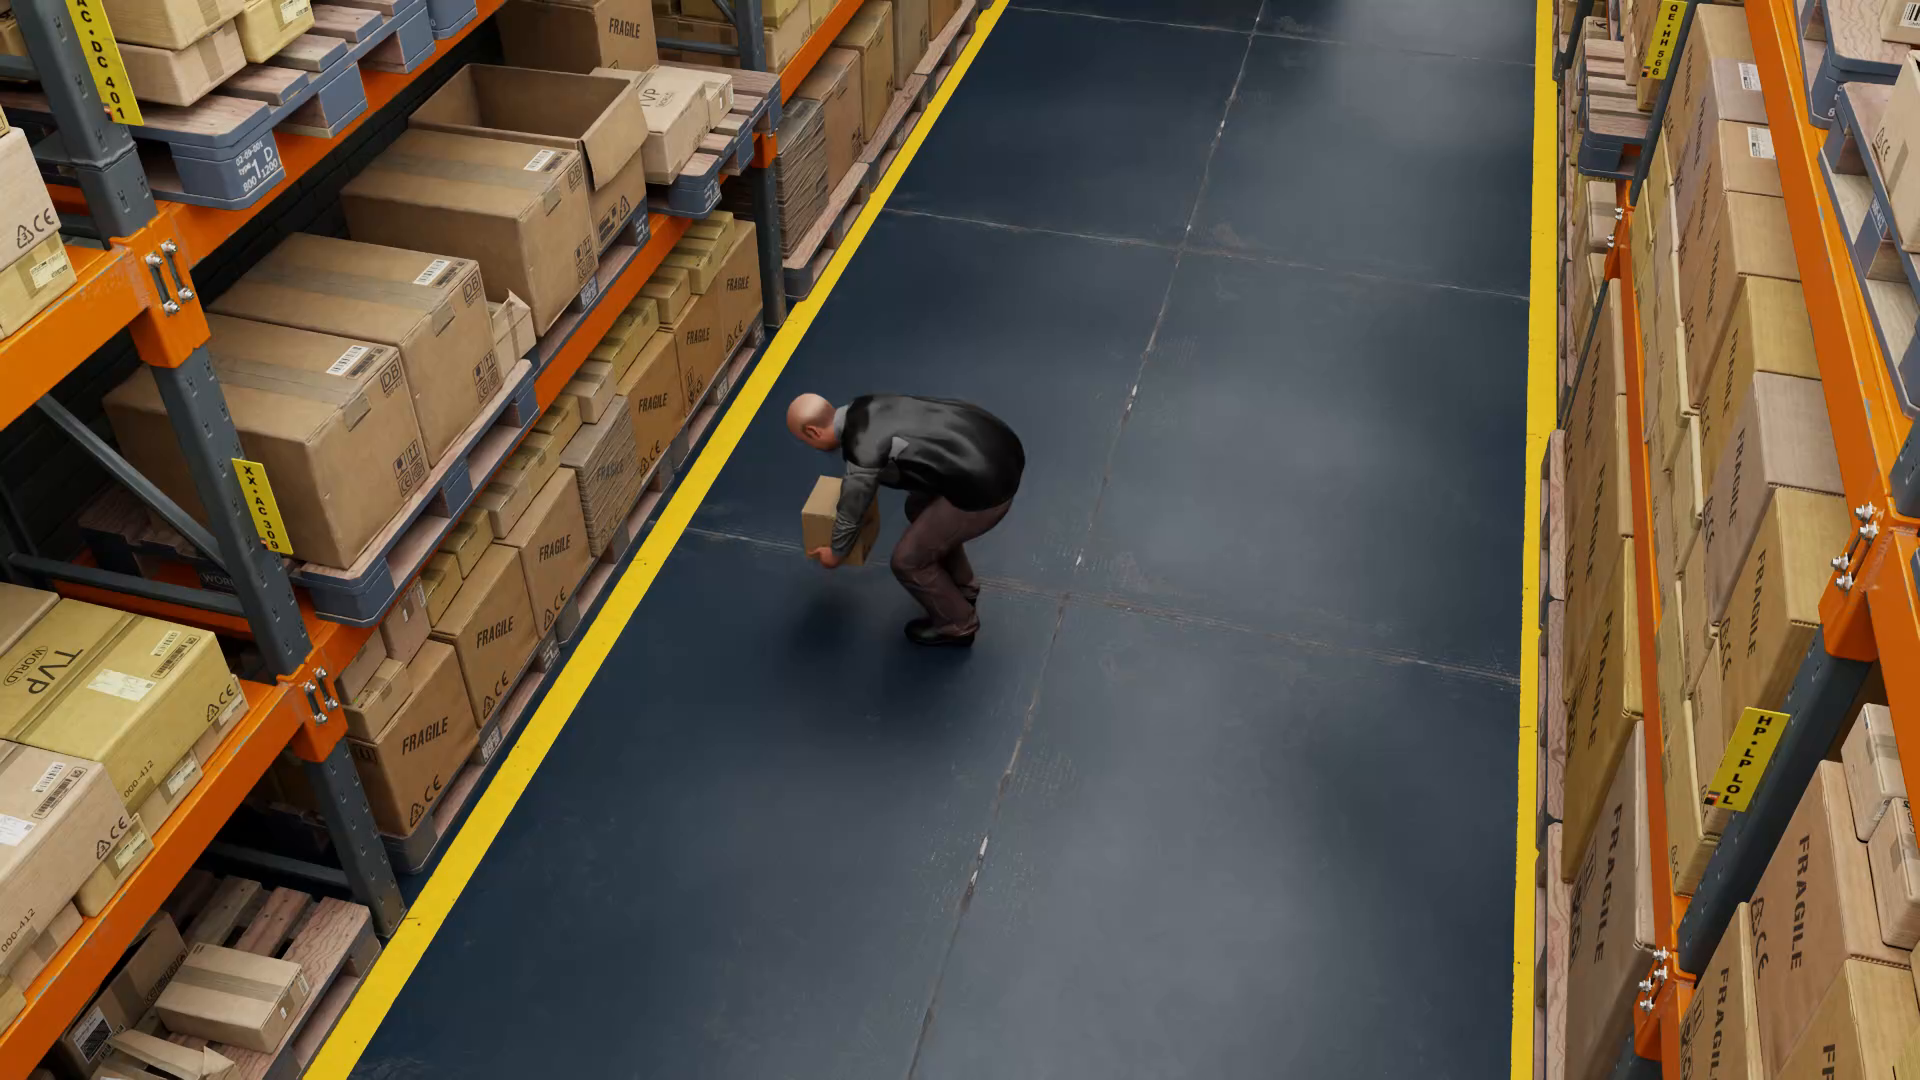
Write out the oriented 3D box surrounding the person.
[{"bbox_3d":[-0.223,-0.113,6.779,0.946,1.107,0.487,8,41,9],"label":"person"}]
